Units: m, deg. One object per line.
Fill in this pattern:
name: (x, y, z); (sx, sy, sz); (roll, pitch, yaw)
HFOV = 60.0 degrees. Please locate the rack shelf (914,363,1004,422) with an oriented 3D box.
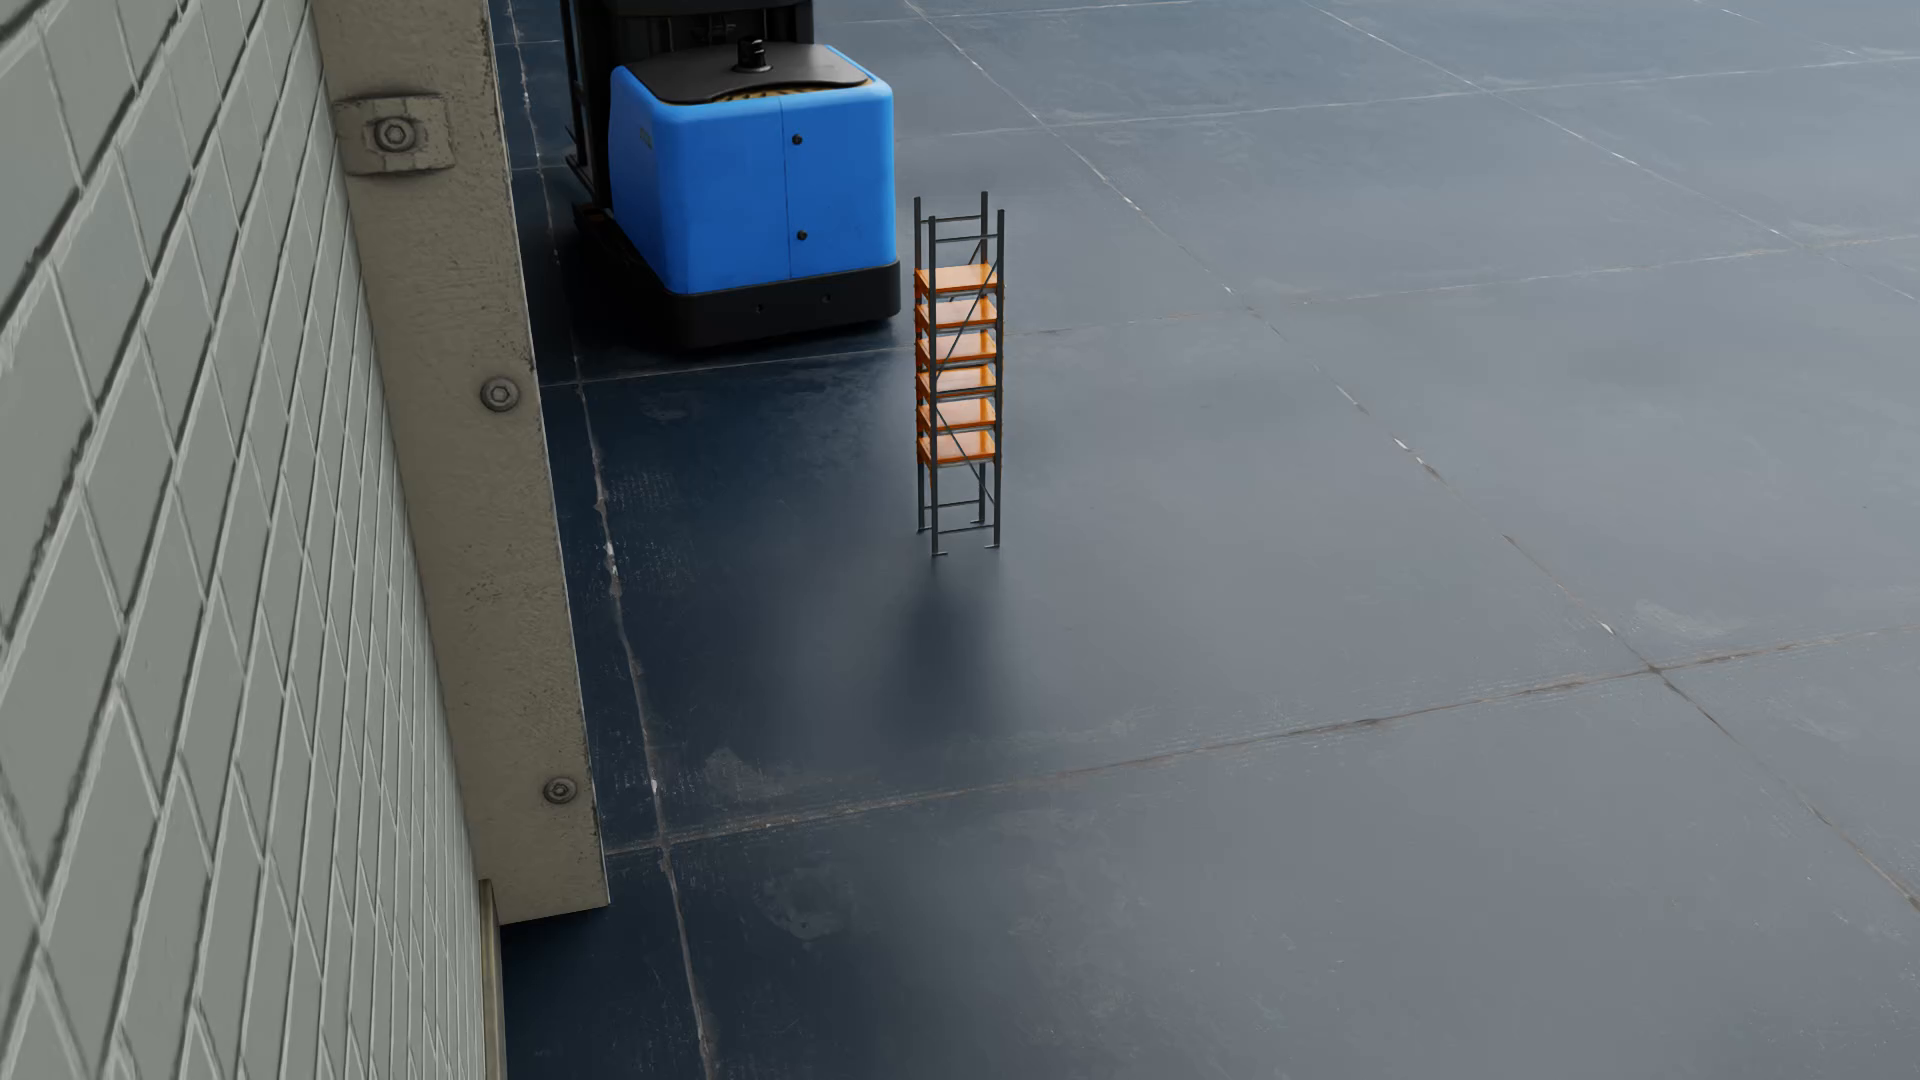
rack shelf: (-0.004, -0.488, 5.484); (0.258, 0.103, 0.180); (-8, 31, -13)

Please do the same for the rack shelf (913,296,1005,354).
rack shelf: (-0.004, -0.696, 5.364); (0.258, 0.103, 0.180); (-8, 31, -13)

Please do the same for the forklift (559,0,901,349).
forklift: (-1.309, -2.793, 7.649); (1.130, 2.935, 3.031); (-12, 32, -20)

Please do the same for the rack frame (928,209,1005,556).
rack frame: (0.020, -0.482, 5.385); (0.240, 1.200, 0.006); (-8, 31, -13)

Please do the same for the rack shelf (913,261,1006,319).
rack shelf: (-0.004, -0.799, 5.303); (0.258, 0.103, 0.180); (-8, 31, -13)

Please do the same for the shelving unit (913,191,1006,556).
shelving unit: (-0.004, -0.526, 5.462); (0.258, 1.200, 0.189); (-8, 31, -13)

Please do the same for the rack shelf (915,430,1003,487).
rack shelf: (-0.004, -0.280, 5.604); (0.258, 0.103, 0.180); (-8, 31, -13)

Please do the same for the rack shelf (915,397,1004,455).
rack shelf: (-0.004, -0.384, 5.544); (0.258, 0.103, 0.180); (-8, 31, -13)

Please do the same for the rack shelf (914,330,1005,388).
rack shelf: (-0.004, -0.592, 5.424); (0.258, 0.103, 0.180); (-8, 31, -13)

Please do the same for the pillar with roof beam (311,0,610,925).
pillar with roof beam: (3.072, -3.628, 3.034); (9.100, 9.000, 0.400); (-8, 31, -13)

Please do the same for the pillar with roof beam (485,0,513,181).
pillar with roof beam: (1.480, -6.525, 8.041); (9.100, 9.000, 0.400); (-8, 31, -13)

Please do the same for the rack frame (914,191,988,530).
rack frame: (-0.028, -0.570, 5.538); (0.240, 1.200, 0.006); (-8, 31, -13)
